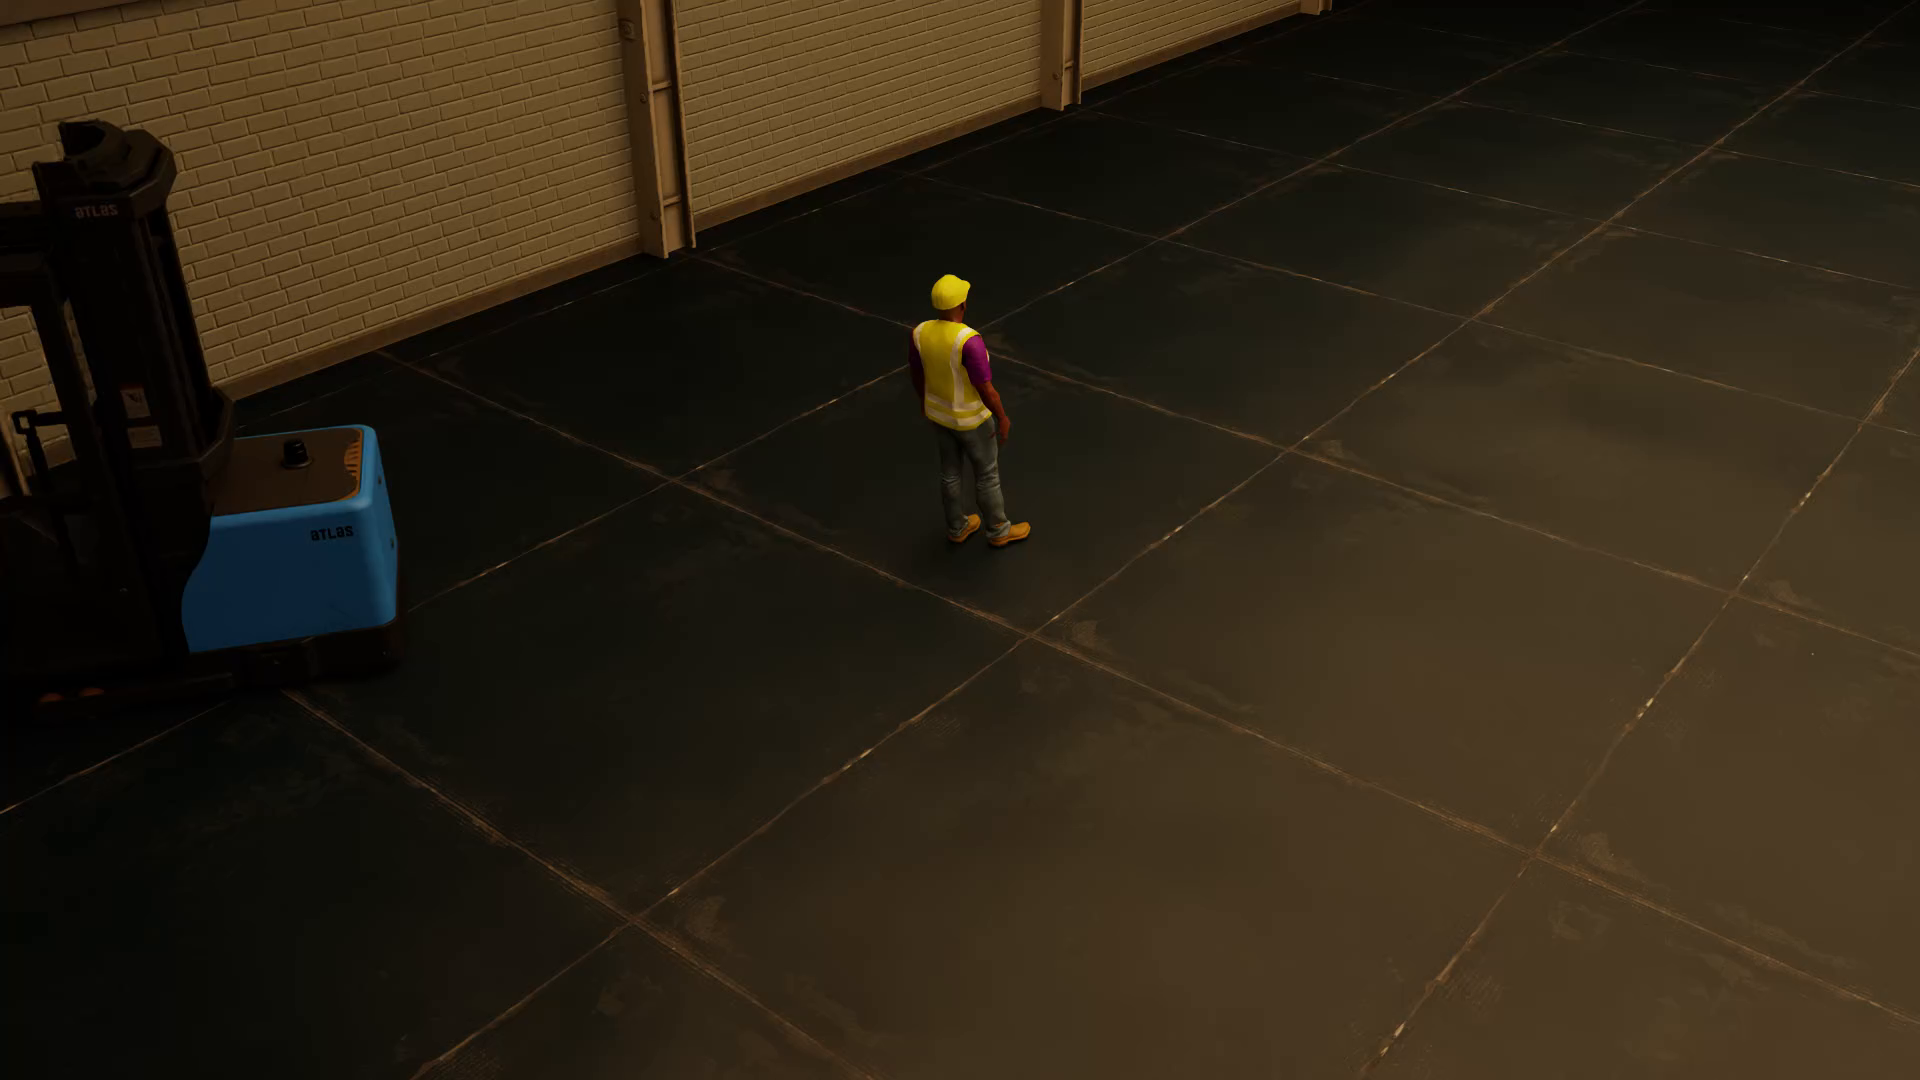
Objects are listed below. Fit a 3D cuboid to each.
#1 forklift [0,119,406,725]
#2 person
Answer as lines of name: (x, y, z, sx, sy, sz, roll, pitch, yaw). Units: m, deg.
forklift: (-4.674, -0.581, 8.589, 3.031, 2.935, 1.130, -8, 31, -13)
person: (0.048, -0.794, 10.095, 0.666, 1.768, 0.575, 22, 37, 33)
